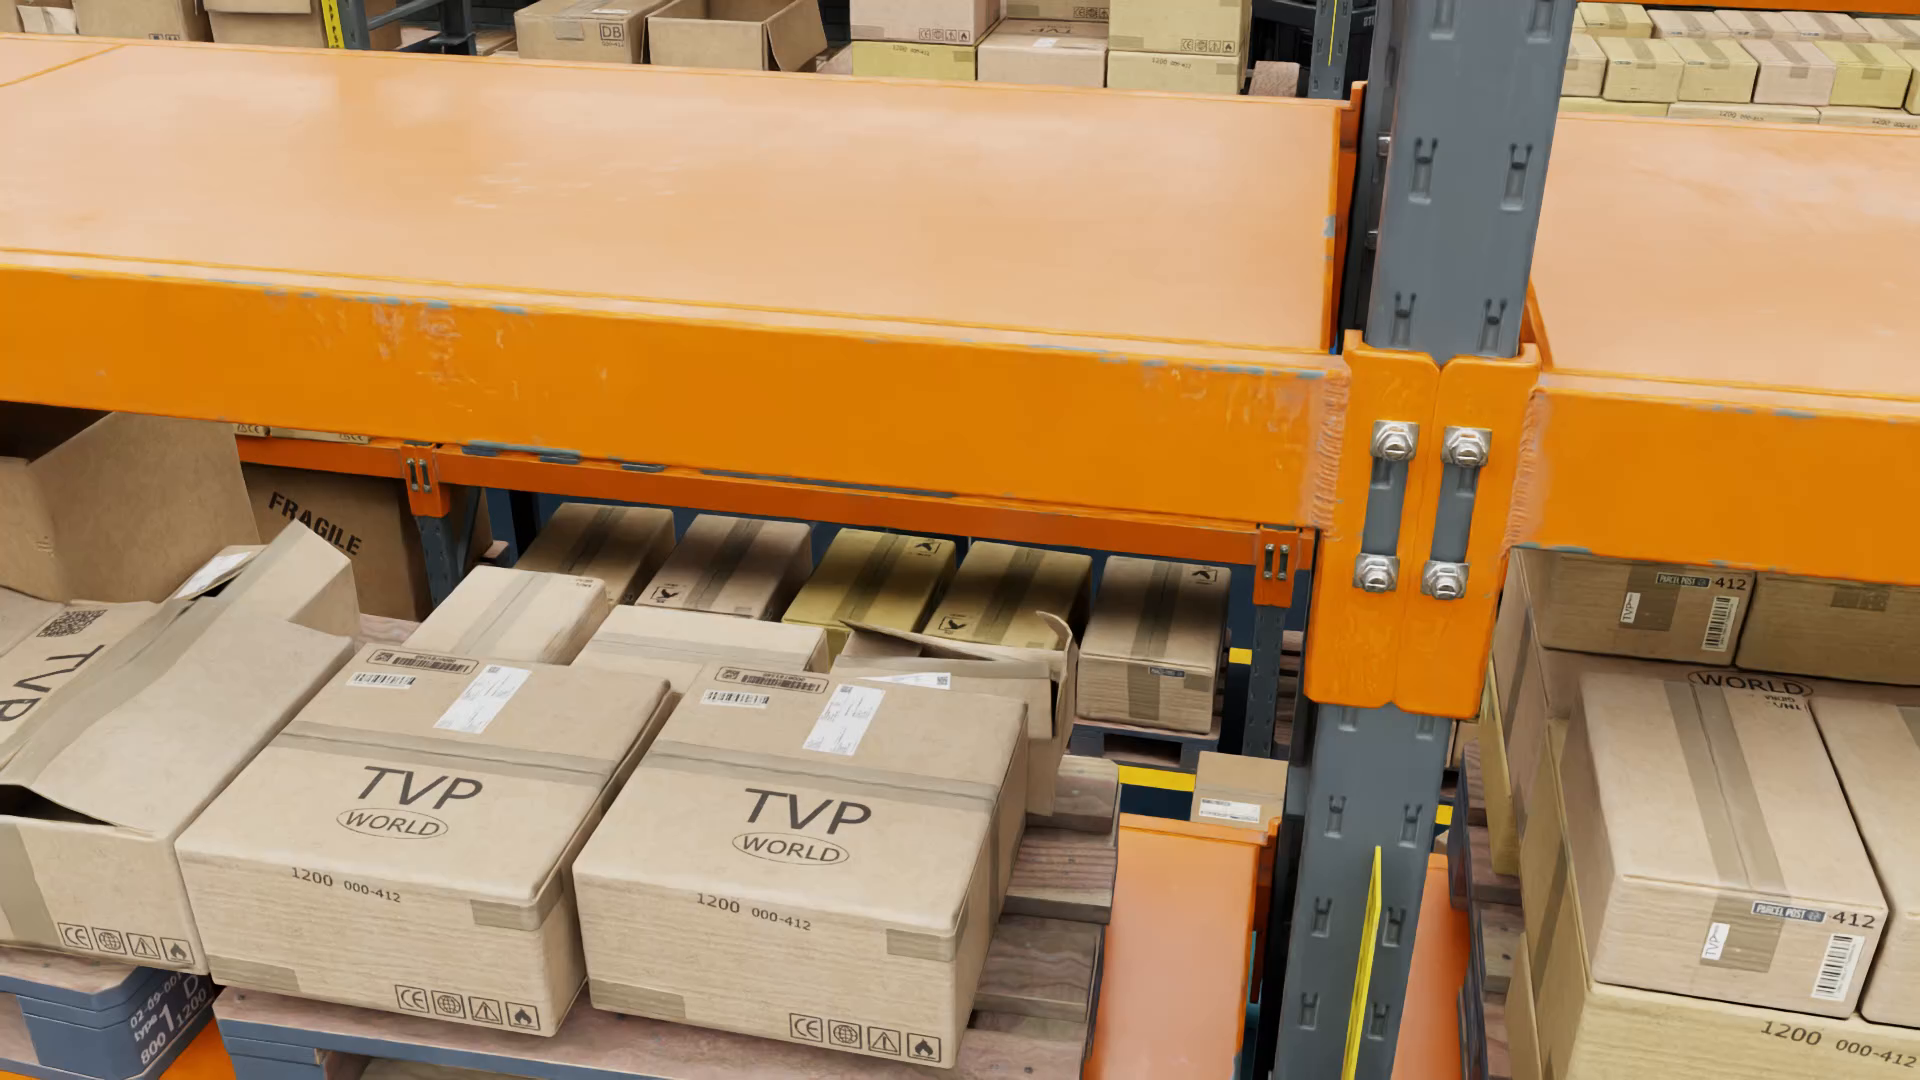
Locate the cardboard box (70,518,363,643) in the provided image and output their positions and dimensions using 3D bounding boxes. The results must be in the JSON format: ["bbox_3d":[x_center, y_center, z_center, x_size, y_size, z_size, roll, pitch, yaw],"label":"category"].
[{"bbox_3d":[-1.258,0.132,2.860,0.258,0.266,0.396,6,29,11],"label":"cardboard box"}]

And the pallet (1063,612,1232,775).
[{"bbox_3d":[0.700,0.715,8.224,1.213,0.211,1.003,6,29,11],"label":"pallet"}]

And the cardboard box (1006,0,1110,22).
[{"bbox_3d":[0.485,-2.376,7.041,0.500,0.250,0.500,5,29,9],"label":"cardboard box"}]

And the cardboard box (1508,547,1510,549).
[{"bbox_3d":[2.227,-0.125,7.116,0.250,0.149,0.380,6,29,10],"label":"cardboard box"}]

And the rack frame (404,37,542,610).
[{"bbox_3d":[-2.450,-0.832,8.146,0.127,3.000,1.000,6,29,11],"label":"rack frame"}]

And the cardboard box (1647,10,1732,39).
[{"bbox_3d":[2.840,-1.960,6.513,0.250,0.149,0.380,5,29,10],"label":"cardboard box"}]

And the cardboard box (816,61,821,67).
[{"bbox_3d":[-1.167,-3.321,11.914,0.250,0.149,0.380,7,29,12],"label":"cardboard box"}]

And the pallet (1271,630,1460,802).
[{"bbox_3d":[2.126,0.843,7.990,1.213,0.211,1.003,6,29,11],"label":"pallet"}]

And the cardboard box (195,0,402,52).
[{"bbox_3d":[-2.850,-2.344,7.239,0.637,0.503,0.797,4,29,7],"label":"cardboard box"}]

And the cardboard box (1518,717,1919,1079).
[{"bbox_3d":[0.947,0.476,1.938,0.500,0.250,0.500,6,29,11],"label":"cardboard box"}]

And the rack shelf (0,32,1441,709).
[{"bbox_3d":[-1.429,-0.437,2.343,4.000,0.370,1.077,6,29,11],"label":"rack shelf"}]

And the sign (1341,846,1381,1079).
[{"bbox_3d":[0.424,0.479,1.761,0.005,0.325,0.100,6,29,11],"label":"sign"}]

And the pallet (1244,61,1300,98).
[{"bbox_3d":[0.881,-1.776,6.942,1.003,0.211,1.213,6,29,11],"label":"pallet"}]

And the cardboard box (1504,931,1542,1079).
[{"bbox_3d":[0.812,0.667,2.005,0.250,0.149,0.380,5,29,10],"label":"cardboard box"}]

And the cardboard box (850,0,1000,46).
[{"bbox_3d":[-0.134,-2.174,6.673,0.500,0.250,0.500,6,29,11],"label":"cardboard box"}]

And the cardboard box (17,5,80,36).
[{"bbox_3d":[-3.870,-2.247,7.309,0.258,0.266,0.396,5,29,9],"label":"cardboard box"}]

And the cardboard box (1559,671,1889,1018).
[{"bbox_3d":[0.812,0.317,1.814,0.250,0.149,0.380,6,29,11],"label":"cardboard box"}]

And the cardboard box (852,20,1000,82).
[{"bbox_3d":[-0.132,-1.960,6.802,0.500,0.250,0.500,6,29,11],"label":"cardboard box"}]

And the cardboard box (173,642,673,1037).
[{"bbox_3d":[-0.726,0.406,2.377,0.500,0.250,0.500,6,29,10],"label":"cardboard box"}]

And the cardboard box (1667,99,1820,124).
[{"bbox_3d":[2.829,-1.535,6.152,0.500,0.250,0.500,6,29,11],"label":"cardboard box"}]

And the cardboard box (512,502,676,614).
[{"bbox_3d":[-1.899,0.198,8.564,0.625,0.372,0.950,4,29,7],"label":"cardboard box"}]

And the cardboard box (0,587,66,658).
[{"bbox_3d":[-1.730,0.276,2.550,0.500,0.311,0.500,5,29,10],"label":"cardboard box"}]

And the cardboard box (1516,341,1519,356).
[{"bbox_3d":[2.342,-0.836,6.699,0.500,0.500,0.700,6,29,11],"label":"cardboard box"}]

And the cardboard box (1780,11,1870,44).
[{"bbox_3d":[3.354,-1.946,6.489,0.250,0.149,0.380,6,29,11],"label":"cardboard box"}]

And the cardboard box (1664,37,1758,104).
[{"bbox_3d":[2.723,-1.718,6.072,0.250,0.149,0.380,5,29,9],"label":"cardboard box"}]

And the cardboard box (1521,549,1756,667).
[{"bbox_3d":[0.952,0.008,2.378,0.250,0.149,0.380,6,29,10],"label":"cardboard box"}]

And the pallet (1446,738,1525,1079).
[{"bbox_3d":[1.325,0.714,2.290,1.213,0.211,1.003,6,29,11],"label":"pallet"}]

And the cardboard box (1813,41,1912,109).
[{"bbox_3d":[3.240,-1.684,6.010,0.250,0.149,0.380,6,29,12],"label":"cardboard box"}]

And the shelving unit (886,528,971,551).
[{"bbox_3d":[-0.162,-0.543,9.492,0.503,1.200,0.258,6,29,11],"label":"shelving unit"}]

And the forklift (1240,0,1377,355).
[{"bbox_3d":[2.541,-2.206,10.727,3.031,2.935,1.130,-20,34,-32],"label":"forklift"}]

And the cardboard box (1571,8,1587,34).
[{"bbox_3d":[2.324,-1.999,6.584,0.250,0.149,0.380,7,29,12],"label":"cardboard box"}]

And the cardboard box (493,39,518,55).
[{"bbox_3d":[-3.052,-3.470,12.419,0.637,0.503,0.797,5,29,9],"label":"cardboard box"}]

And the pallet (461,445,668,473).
[{"bbox_3d":[-1.730,-0.726,8.153,1.003,0.211,1.213,6,29,11],"label":"pallet"}]

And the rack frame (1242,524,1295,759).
[{"bbox_3d":[1.462,-0.431,7.413,0.127,3.000,1.000,6,29,11],"label":"rack frame"}]

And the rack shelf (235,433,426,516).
[{"bbox_3d":[-4.406,-0.717,8.685,4.000,0.370,1.077,6,29,11],"label":"rack shelf"}]

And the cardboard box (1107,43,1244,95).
[{"bbox_3d":[0.861,-1.855,6.611,0.500,0.250,0.500,5,29,10],"label":"cardboard box"}]

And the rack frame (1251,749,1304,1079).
[{"bbox_3d":[0.527,1.904,3.148,0.127,3.000,1.000,6,29,11],"label":"rack frame"}]

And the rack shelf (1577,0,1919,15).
[{"bbox_3d":[4.451,-3.562,10.758,4.000,0.370,1.077,6,29,11],"label":"rack shelf"}]

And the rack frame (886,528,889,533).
[{"bbox_3d":[-0.401,-0.567,9.537,0.015,1.200,0.240,6,29,11],"label":"rack frame"}]

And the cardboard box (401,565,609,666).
[{"bbox_3d":[-0.789,0.208,2.843,0.250,0.149,0.380,6,29,11],"label":"cardboard box"}]

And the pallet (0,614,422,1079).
[{"bbox_3d":[-1.649,0.421,2.931,1.213,0.211,1.003,7,30,13],"label":"pallet"}]

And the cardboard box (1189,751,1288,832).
[{"bbox_3d":[1.120,1.173,6.299,0.500,0.500,0.500,6,29,11],"label":"cardboard box"}]

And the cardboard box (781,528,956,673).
[{"bbox_3d":[-0.435,0.347,8.292,0.625,0.372,0.950,7,29,12],"label":"cardboard box"}]

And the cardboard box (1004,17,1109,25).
[{"bbox_3d":[0.478,-2.162,7.171,0.500,0.250,0.500,5,29,10],"label":"cardboard box"}]

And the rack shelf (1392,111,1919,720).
[{"bbox_3d":[2.483,-0.036,1.610,4.000,0.370,1.077,6,29,11],"label":"rack shelf"}]

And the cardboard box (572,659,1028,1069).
[{"bbox_3d":[-0.197,0.430,2.331,0.500,0.250,0.500,6,29,11],"label":"cardboard box"}]

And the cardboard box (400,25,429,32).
[{"bbox_3d":[-4.396,-3.587,12.637,0.500,0.500,0.700,6,29,11],"label":"cardboard box"}]

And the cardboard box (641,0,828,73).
[{"bbox_3d":[-0.952,-2.053,7.146,0.637,0.503,0.797,6,29,11],"label":"cardboard box"}]

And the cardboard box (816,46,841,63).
[{"bbox_3d":[-1.056,-3.554,12.339,0.250,0.149,0.380,7,29,12],"label":"cardboard box"}]

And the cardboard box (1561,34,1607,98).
[{"bbox_3d":[2.219,-1.758,6.145,0.250,0.149,0.380,5,29,9],"label":"cardboard box"}]

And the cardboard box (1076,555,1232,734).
[{"bbox_3d":[0.949,0.486,8.037,0.625,0.372,0.950,6,29,11],"label":"cardboard box"}]

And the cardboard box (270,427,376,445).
[{"bbox_3d":[-2.998,-0.695,8.052,0.500,0.250,0.500,5,29,9],"label":"cardboard box"}]

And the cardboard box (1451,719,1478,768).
[{"bbox_3d":[2.507,0.825,7.545,0.500,0.250,0.500,8,30,13],"label":"cardboard box"}]
